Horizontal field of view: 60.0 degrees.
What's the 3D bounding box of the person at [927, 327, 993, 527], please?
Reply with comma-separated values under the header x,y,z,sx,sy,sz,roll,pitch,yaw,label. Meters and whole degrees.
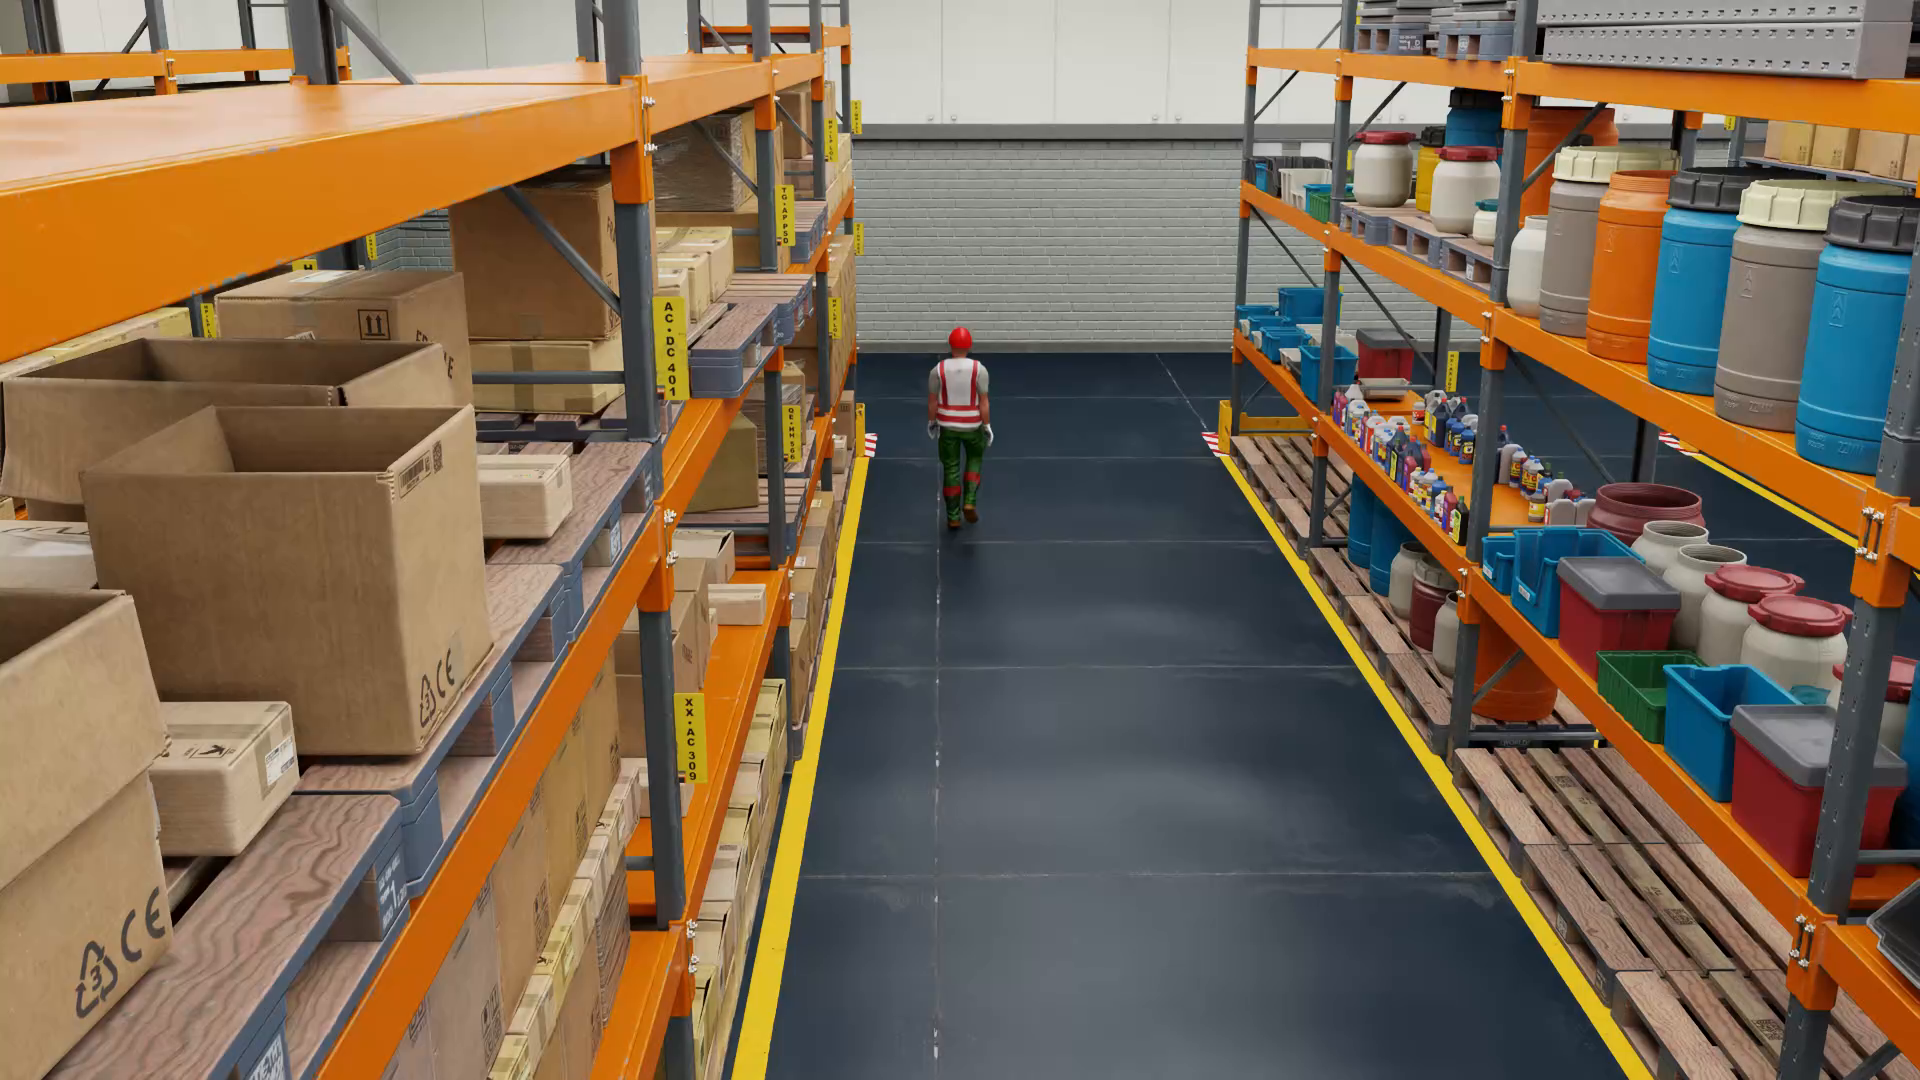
x,y,z,sx,sy,sz,roll,pitch,yaw,label
-0.001,-1.005,14.790,0.589,1.825,0.491,0,17,0,person
